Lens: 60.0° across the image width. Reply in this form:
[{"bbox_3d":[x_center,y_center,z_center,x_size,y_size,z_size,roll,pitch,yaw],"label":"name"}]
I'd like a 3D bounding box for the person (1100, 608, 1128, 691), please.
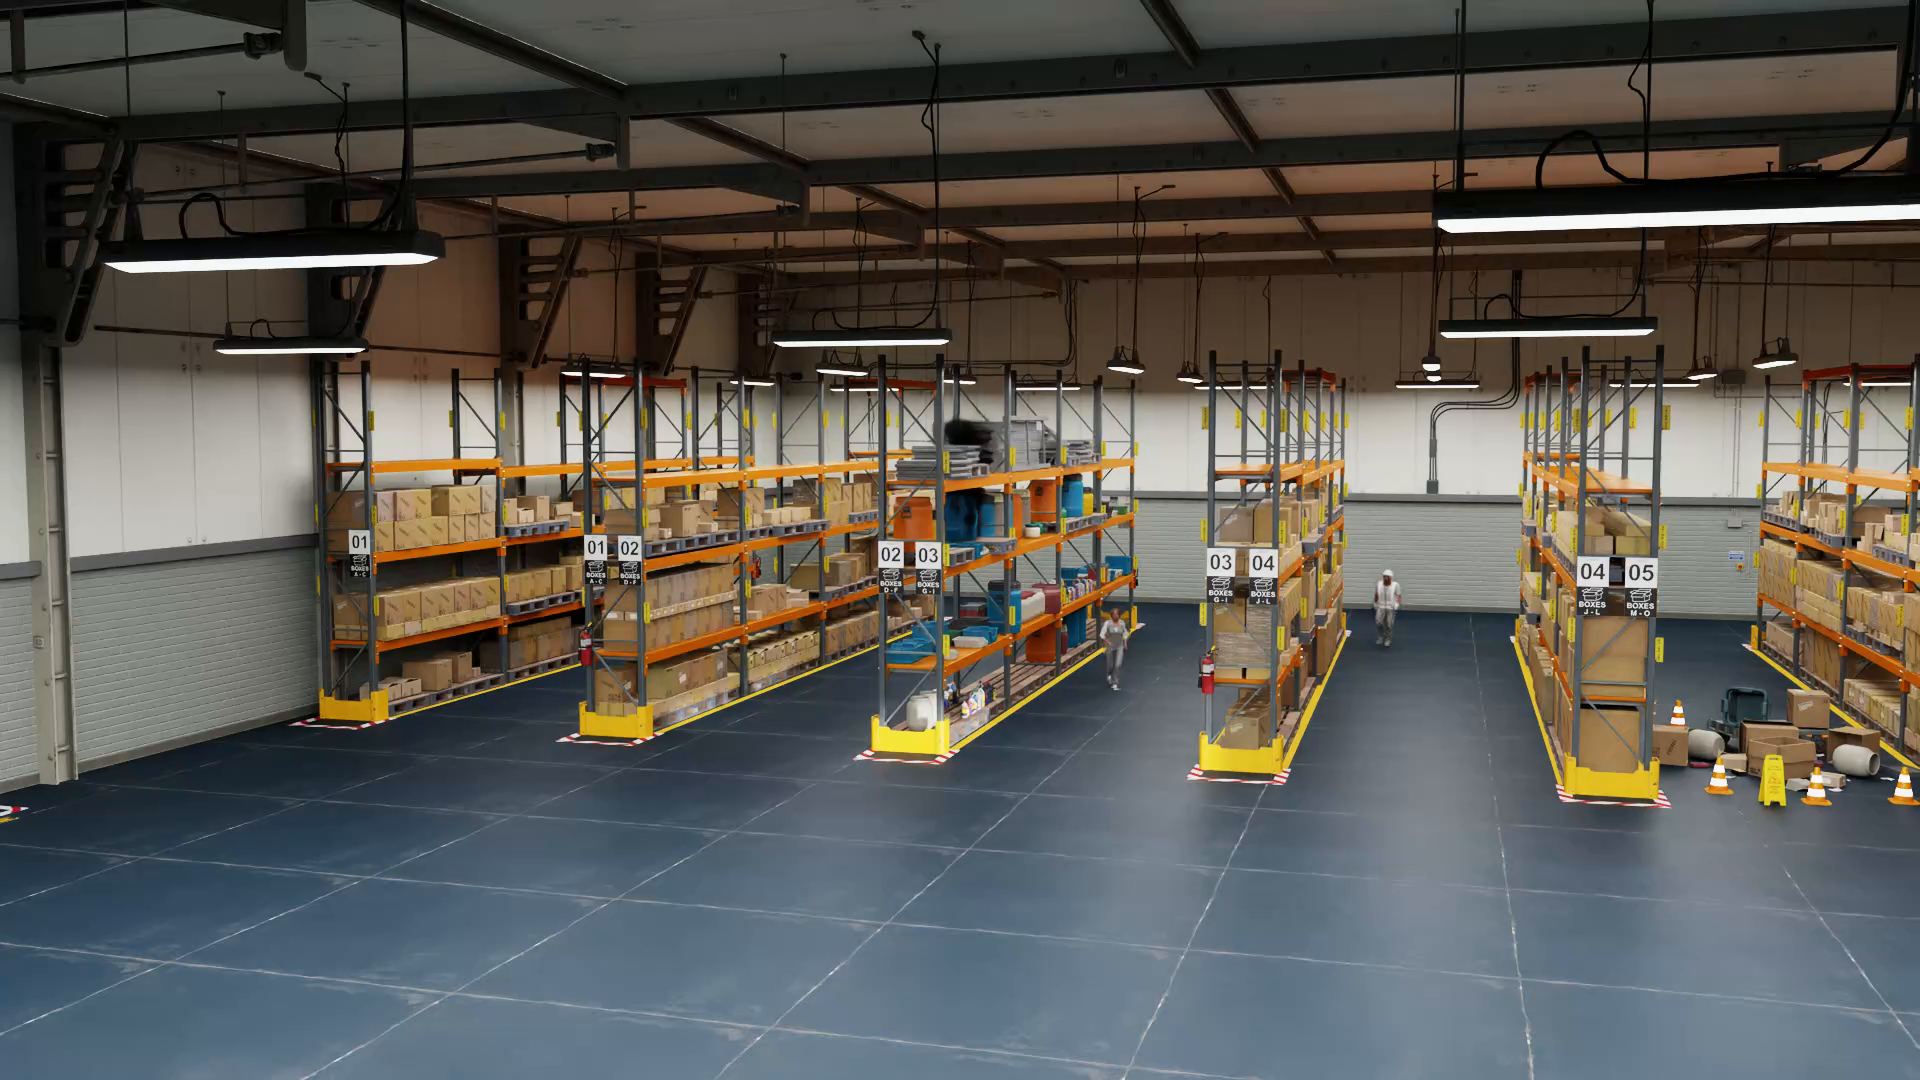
[{"bbox_3d":[2.872,2.024,31.052,0.539,1.547,0.682,0,4,-2],"label":"person"}]

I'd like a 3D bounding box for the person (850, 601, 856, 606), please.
[{"bbox_3d":[-2.749,1.183,41.476,0.678,1.755,1.008,1,4,9],"label":"person"}]

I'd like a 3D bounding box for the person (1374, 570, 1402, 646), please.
[{"bbox_3d":[9.401,1.506,36.621,0.669,1.729,0.797,2,4,22],"label":"person"}]
